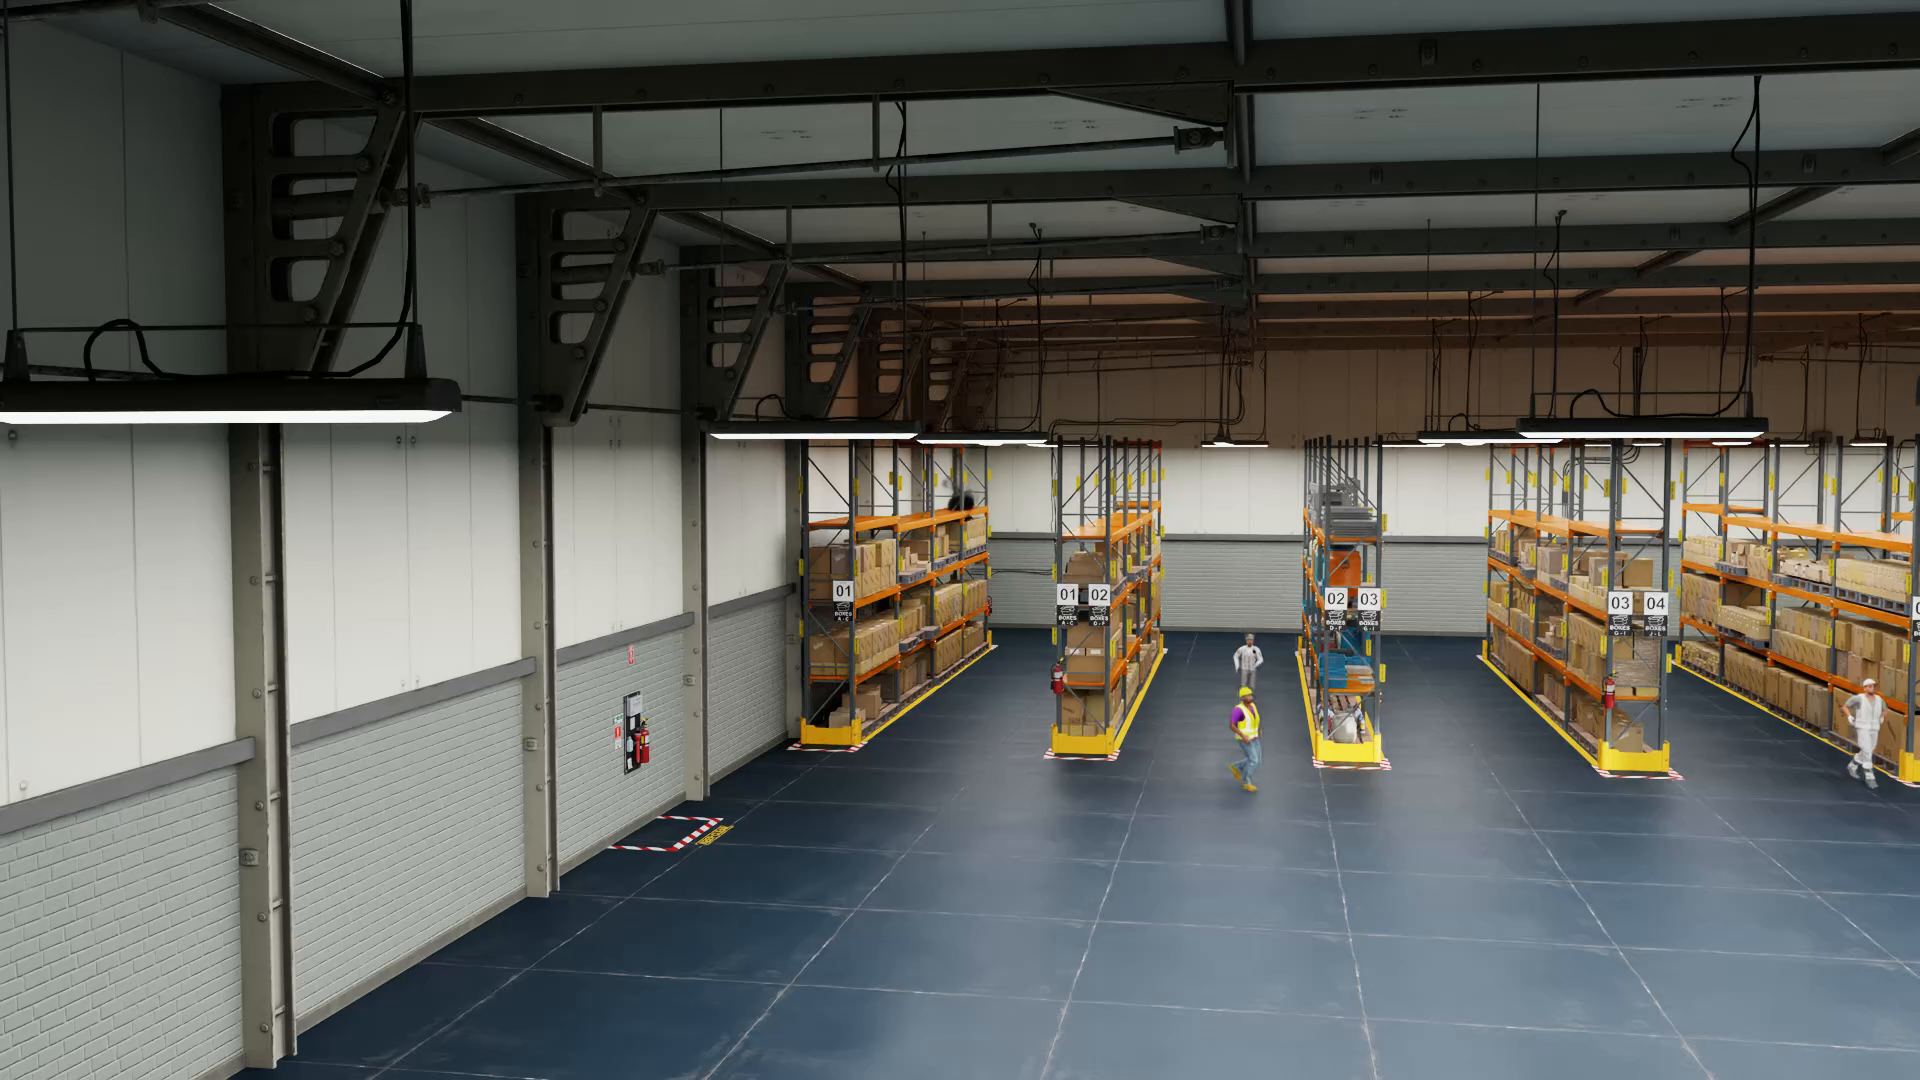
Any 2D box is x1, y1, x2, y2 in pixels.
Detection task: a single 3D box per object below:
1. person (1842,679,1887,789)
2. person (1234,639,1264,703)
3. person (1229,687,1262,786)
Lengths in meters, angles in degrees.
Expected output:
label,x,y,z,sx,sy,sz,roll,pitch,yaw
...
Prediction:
label,x,y,z,sx,sy,sz,roll,pitch,yaw
person,15.569,3.287,28.517,0.704,1.828,0.871,0,3,-2
person,6.399,2.921,36.840,0.642,1.618,0.628,0,3,7
person,4.821,3.312,28.078,0.513,1.666,0.693,3,4,41
